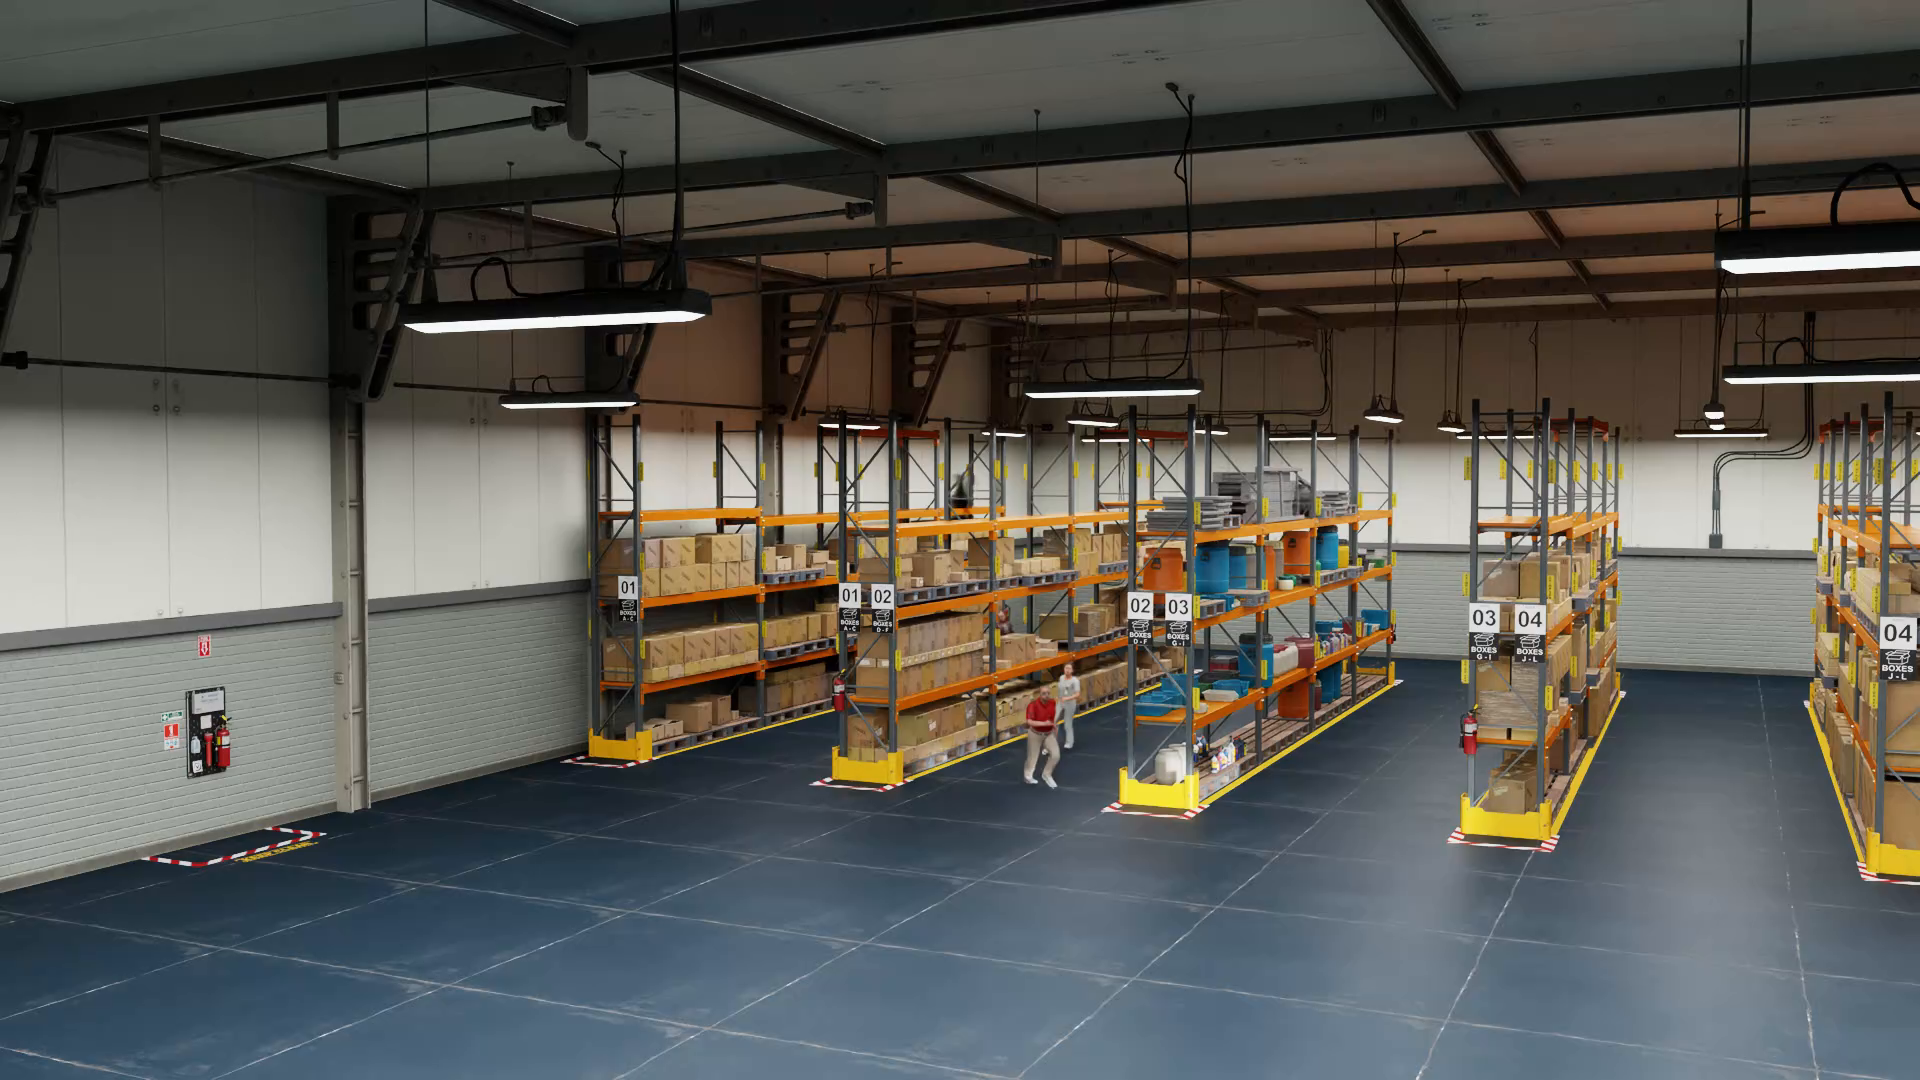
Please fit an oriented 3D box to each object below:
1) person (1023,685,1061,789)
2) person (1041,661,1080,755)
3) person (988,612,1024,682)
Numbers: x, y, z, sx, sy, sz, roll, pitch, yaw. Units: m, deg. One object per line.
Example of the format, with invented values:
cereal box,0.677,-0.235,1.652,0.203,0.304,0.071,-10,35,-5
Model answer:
person,1.298,3.104,26.210,0.671,1.670,0.976,-1,3,-23
person,1.867,2.956,29.399,0.637,1.637,0.802,1,3,29
person,1.026,2.521,38.789,0.781,1.704,0.984,-1,2,-19
